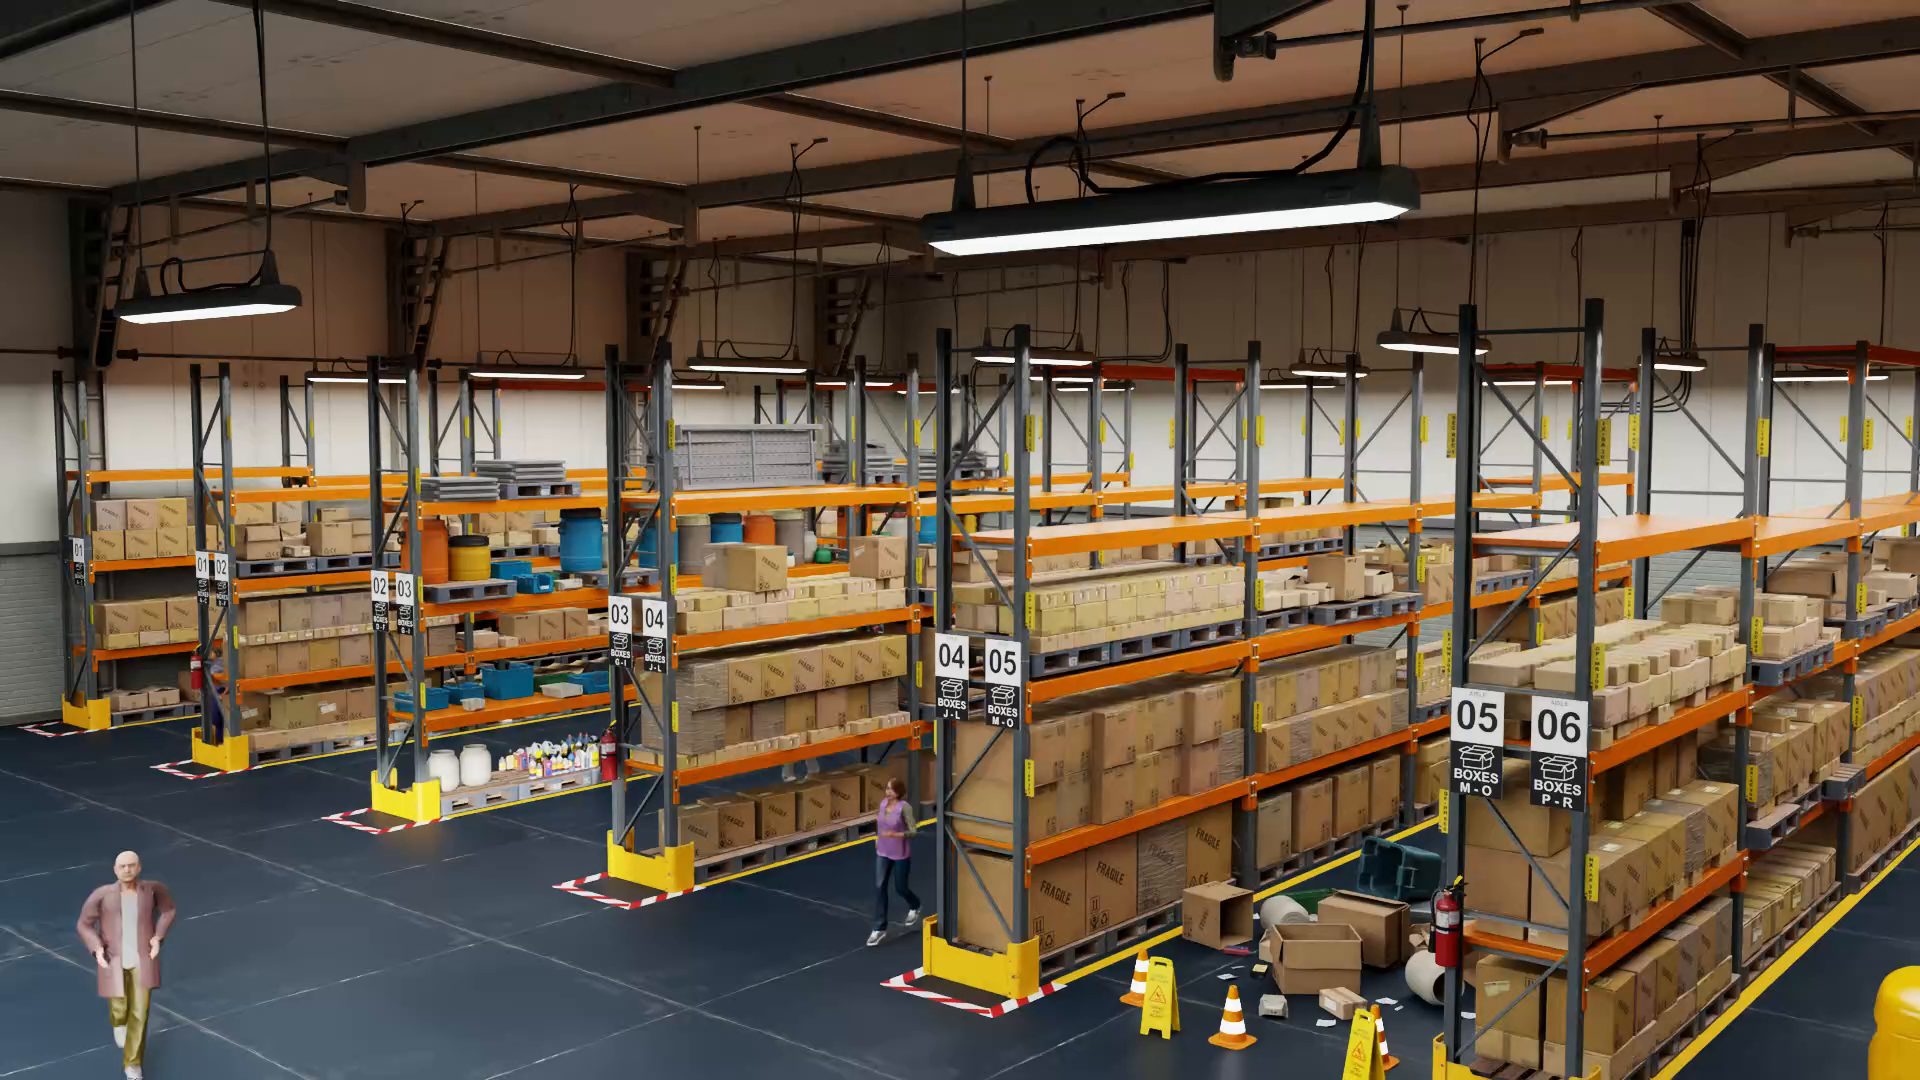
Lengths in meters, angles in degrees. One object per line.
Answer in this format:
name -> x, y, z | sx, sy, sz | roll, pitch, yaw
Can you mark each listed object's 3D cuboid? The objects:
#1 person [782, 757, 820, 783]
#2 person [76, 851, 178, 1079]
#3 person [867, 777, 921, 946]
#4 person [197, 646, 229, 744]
person -> -2.262, 2.625, 23.495 | 0.551, 1.719, 0.742 | 2, 5, 31
person -> -6.588, 3.333, 13.195 | 0.726, 1.745, 0.865 | -2, 5, -29
person -> -0.658, 3.146, 16.523 | 0.543, 1.594, 0.849 | 2, 5, 28
person -> -11.703, 2.467, 26.295 | 0.633, 1.594, 0.570 | 3, 5, 38
